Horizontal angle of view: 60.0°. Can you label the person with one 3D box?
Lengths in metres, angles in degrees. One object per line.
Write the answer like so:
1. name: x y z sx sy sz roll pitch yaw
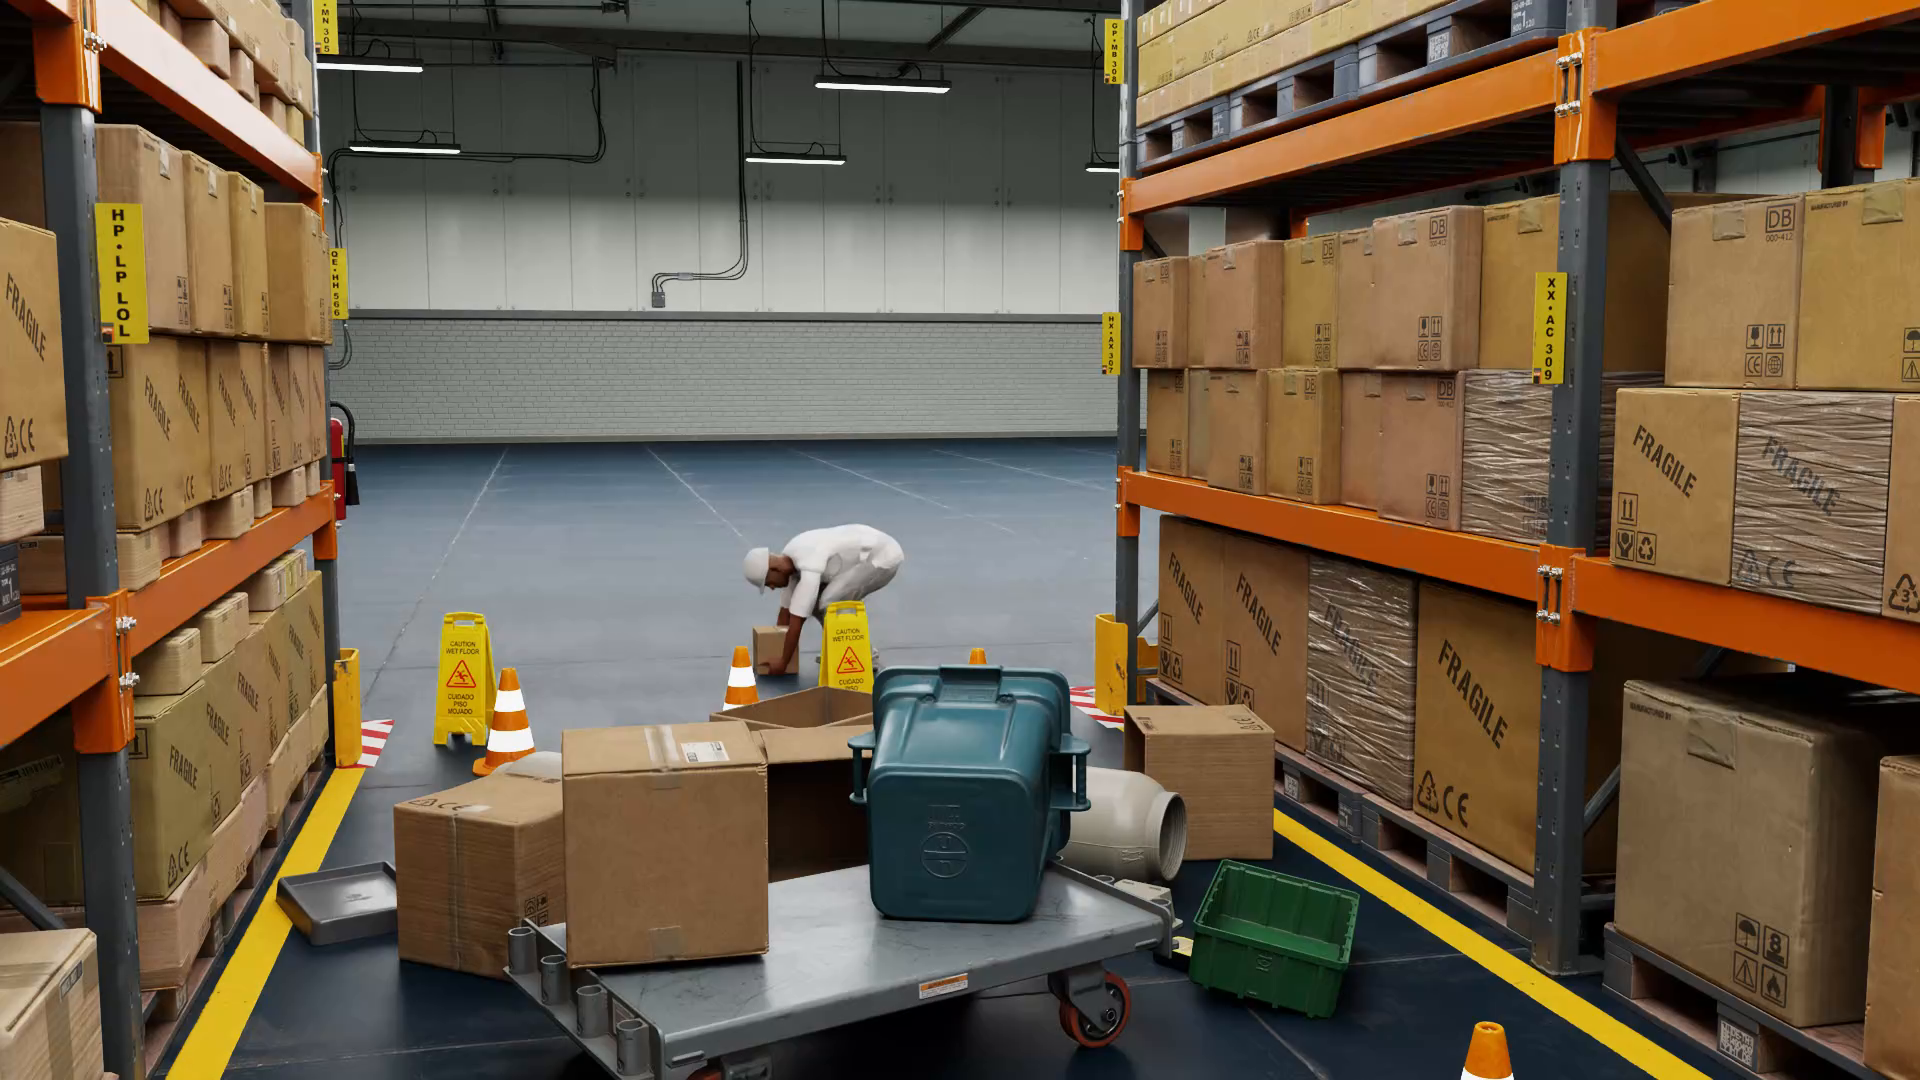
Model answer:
1. person: -0.646 -0.084 10.165 0.460 1.759 0.630 -2 6 -17
